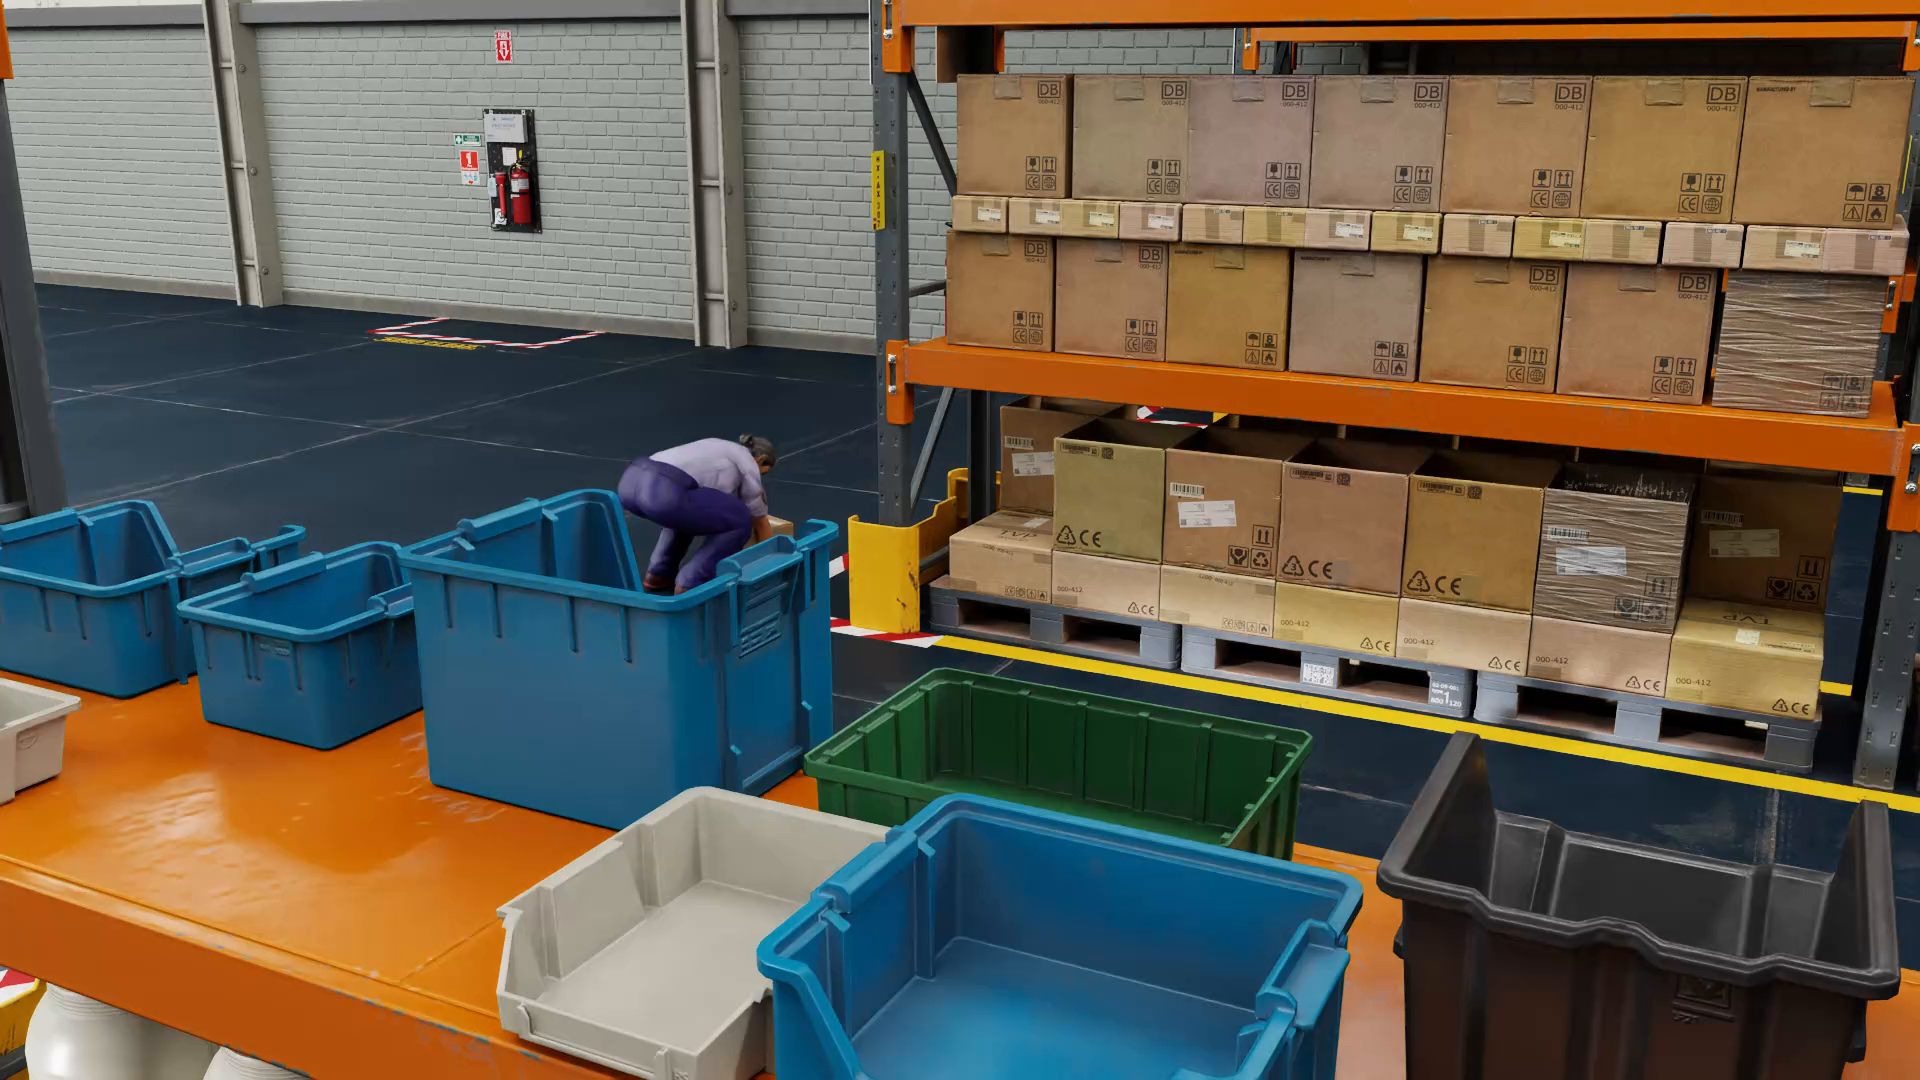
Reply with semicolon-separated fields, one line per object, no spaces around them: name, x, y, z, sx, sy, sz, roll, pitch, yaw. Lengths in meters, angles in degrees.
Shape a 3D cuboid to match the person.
person;-1.238;-0.117;8.175;0.901;0.743;0.511;-15;22;-42
